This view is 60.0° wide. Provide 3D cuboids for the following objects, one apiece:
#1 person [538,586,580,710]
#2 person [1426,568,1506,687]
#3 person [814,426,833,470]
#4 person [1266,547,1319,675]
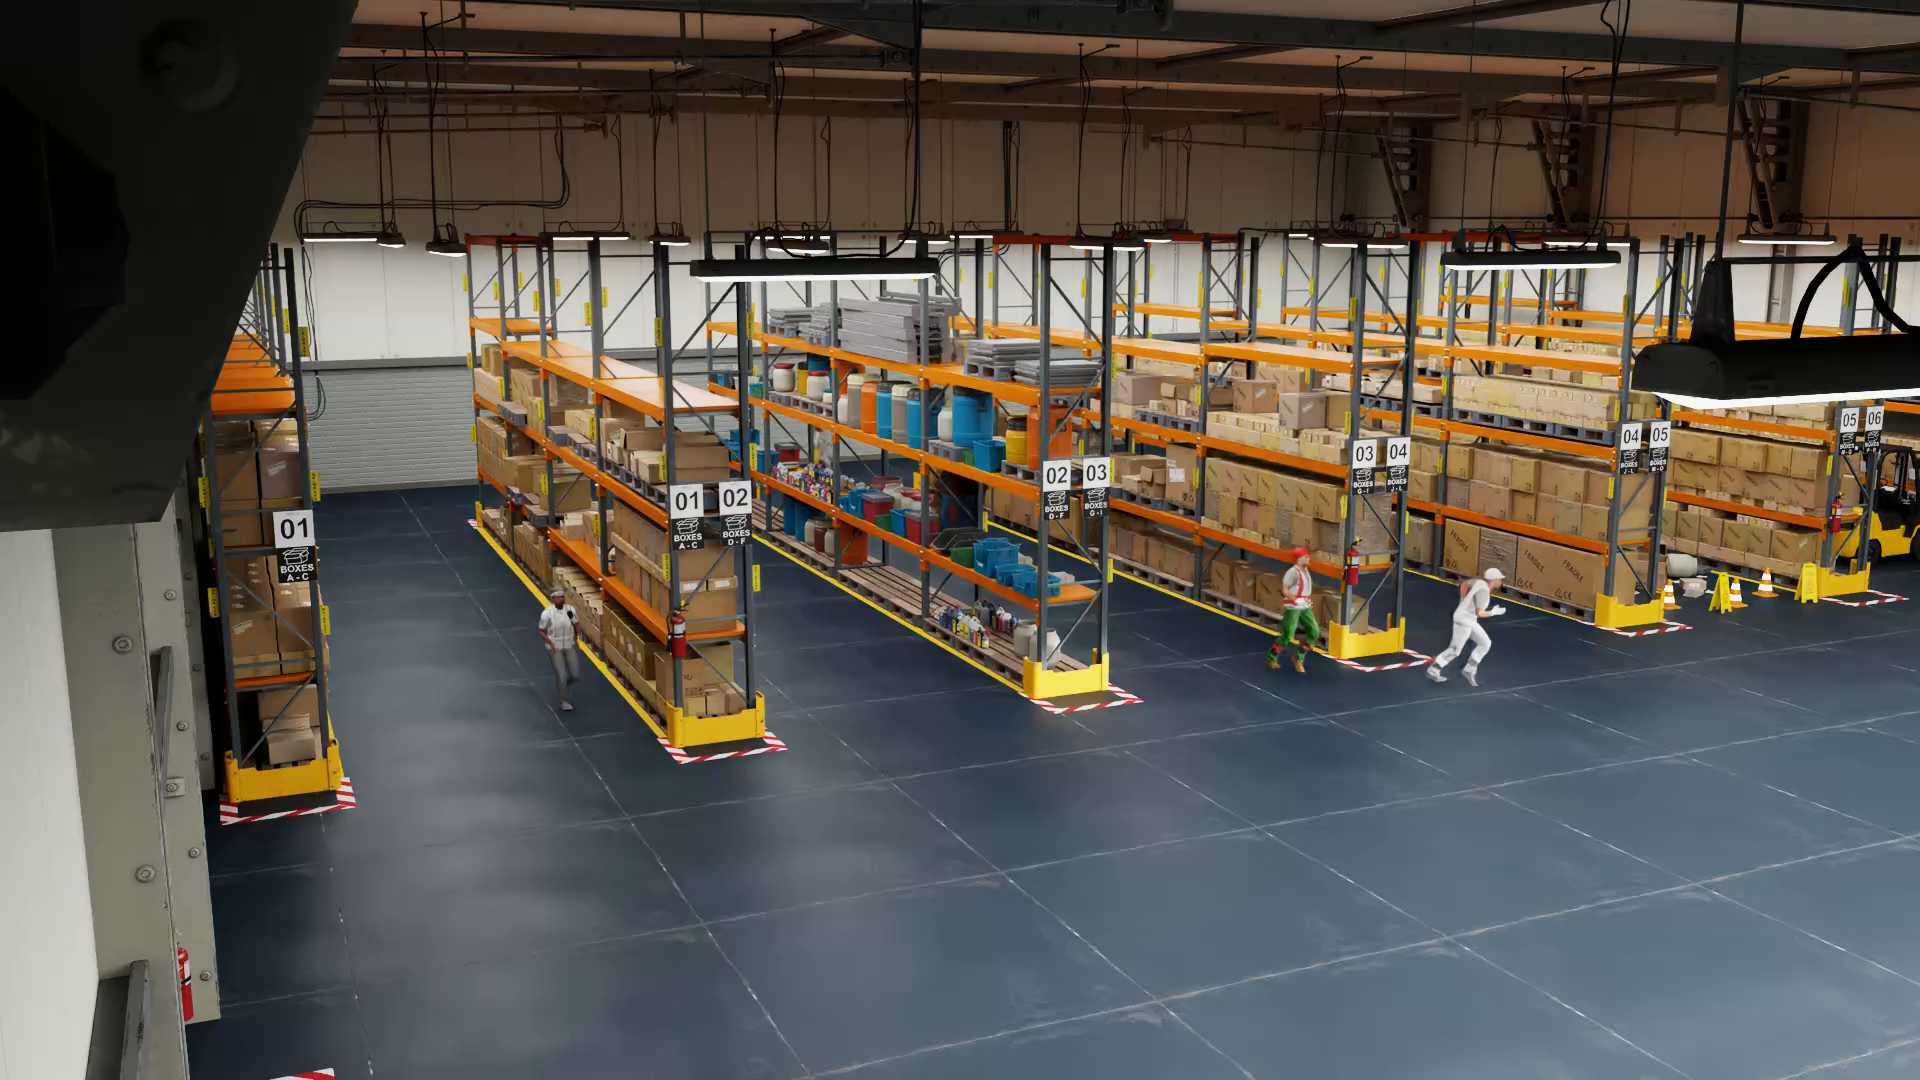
[{"bbox_3d":[-5.175,1.392,21.601,0.555,1.654,0.510,-6,13,-30],"label":"person"},{"bbox_3d":[6.913,1.190,22.711,0.992,1.690,0.702,3,11,16],"label":"person"},{"bbox_3d":[-3.269,-1.960,39.012,0.638,1.595,0.517,-5,12,-24],"label":"person"},{"bbox_3d":[4.776,0.981,23.491,0.718,1.779,0.664,-11,15,-44],"label":"person"}]
